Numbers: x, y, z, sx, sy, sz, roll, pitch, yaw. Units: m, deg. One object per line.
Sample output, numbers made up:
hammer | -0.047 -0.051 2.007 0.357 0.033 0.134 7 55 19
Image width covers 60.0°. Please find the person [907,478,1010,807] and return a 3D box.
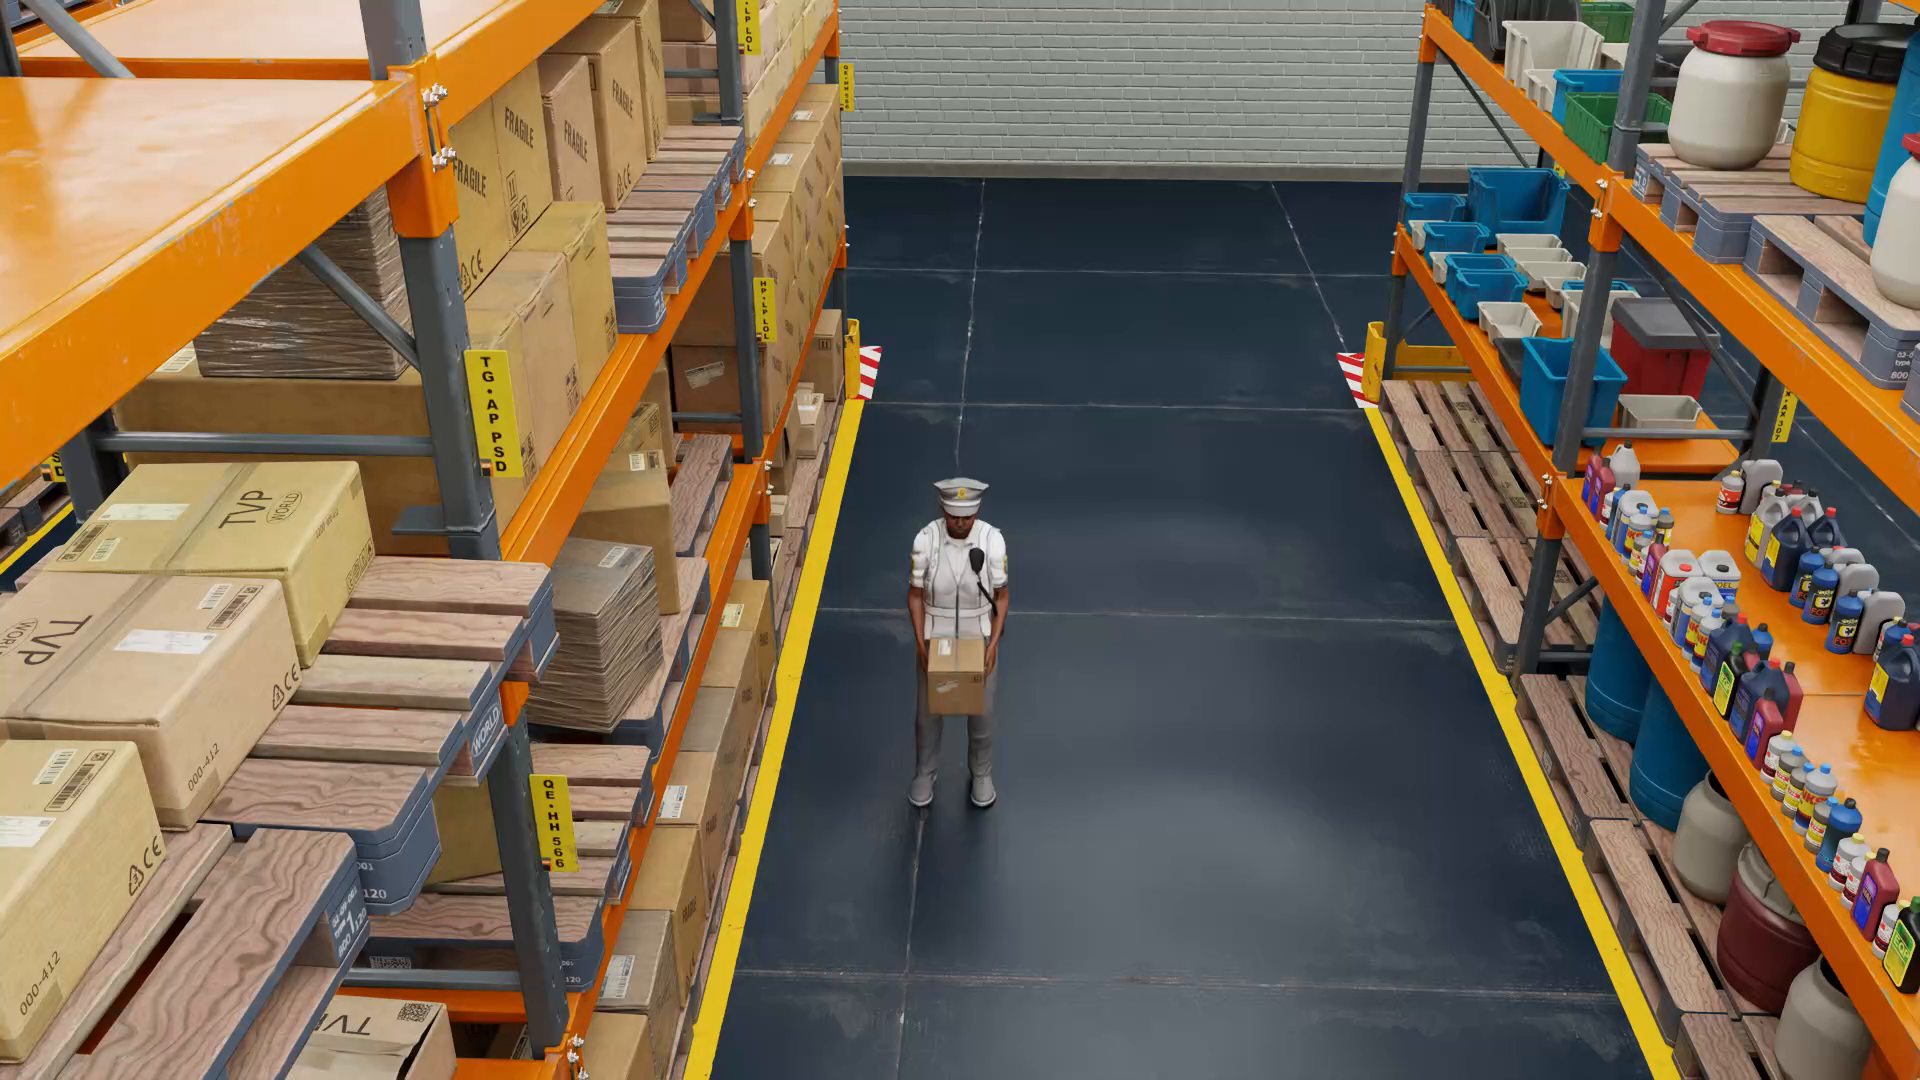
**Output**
person | -0.009 0.475 7.708 0.479 1.684 0.429 1 28 1
